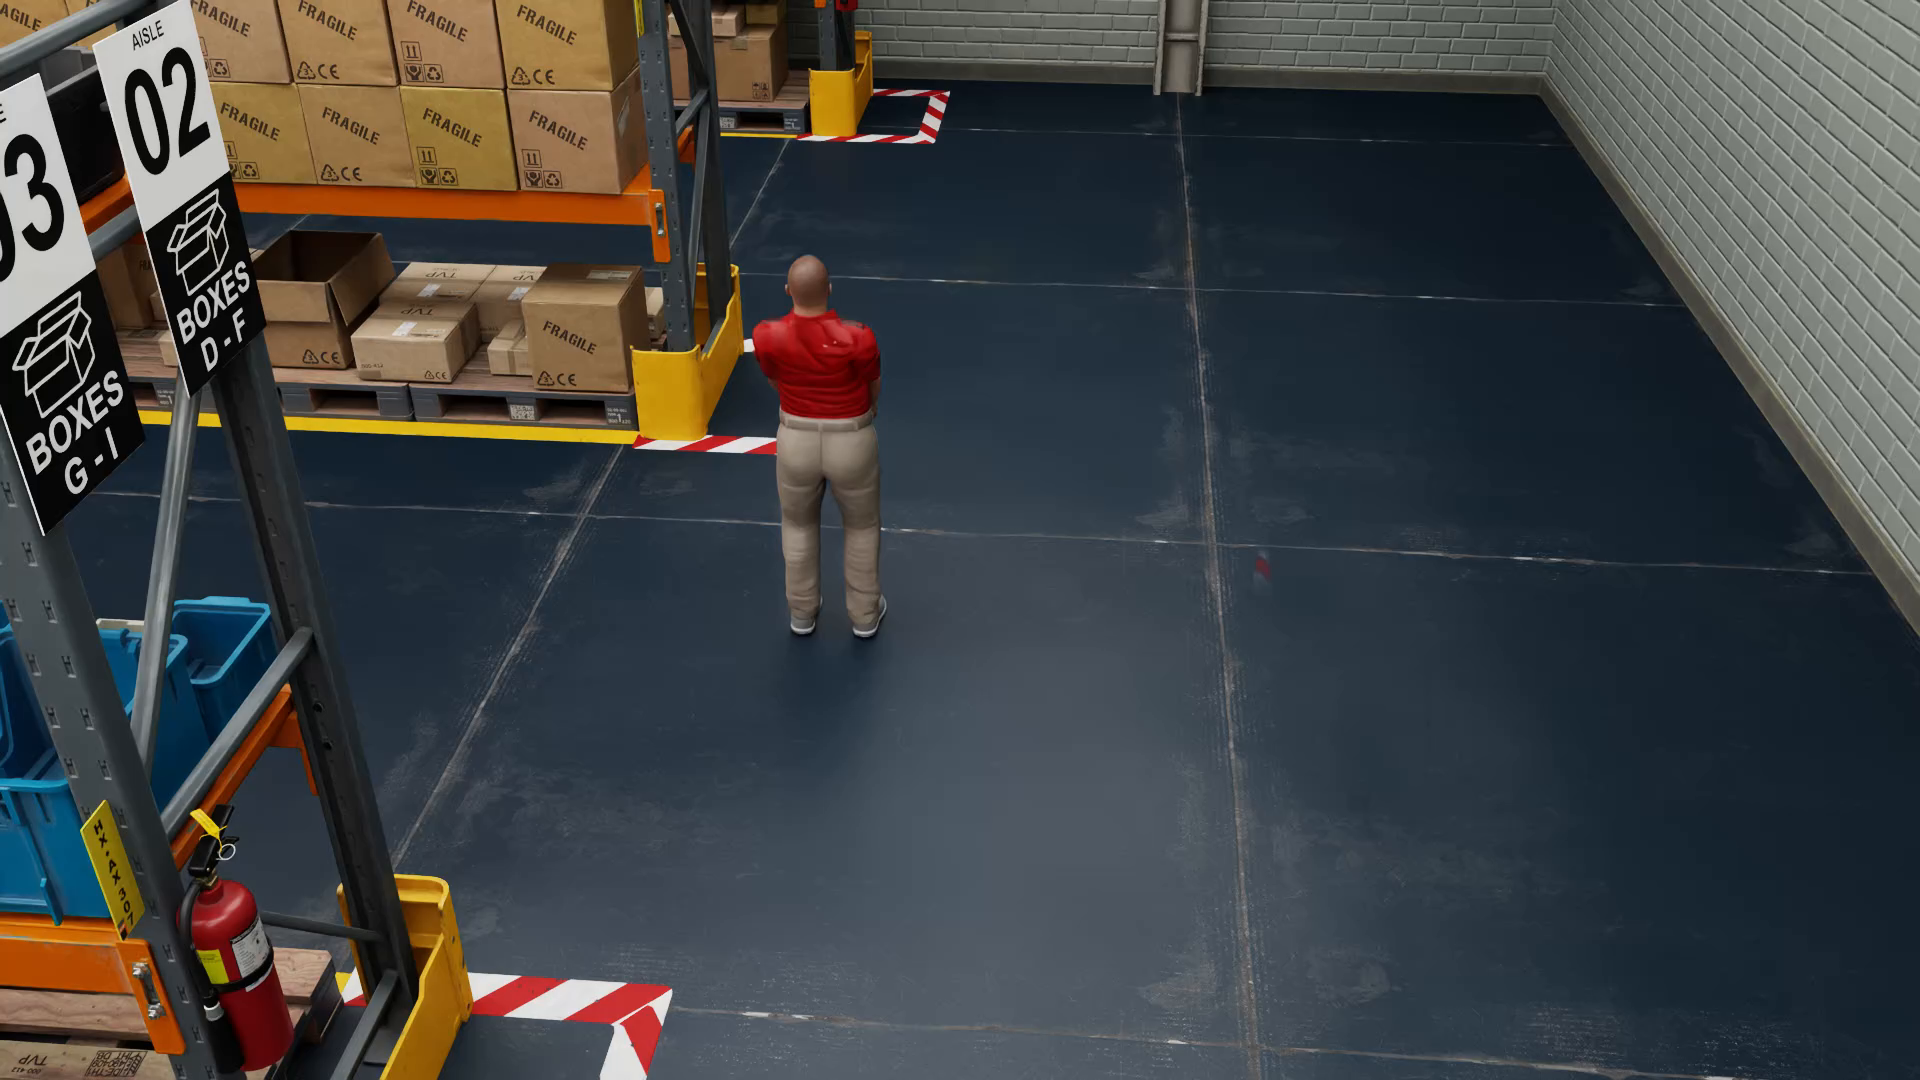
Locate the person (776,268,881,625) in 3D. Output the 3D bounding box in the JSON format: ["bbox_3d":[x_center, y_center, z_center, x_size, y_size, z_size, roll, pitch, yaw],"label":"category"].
[{"bbox_3d":[-0.542,-0.375,6.768,0.430,1.570,0.363,3,32,4],"label":"person"}]
